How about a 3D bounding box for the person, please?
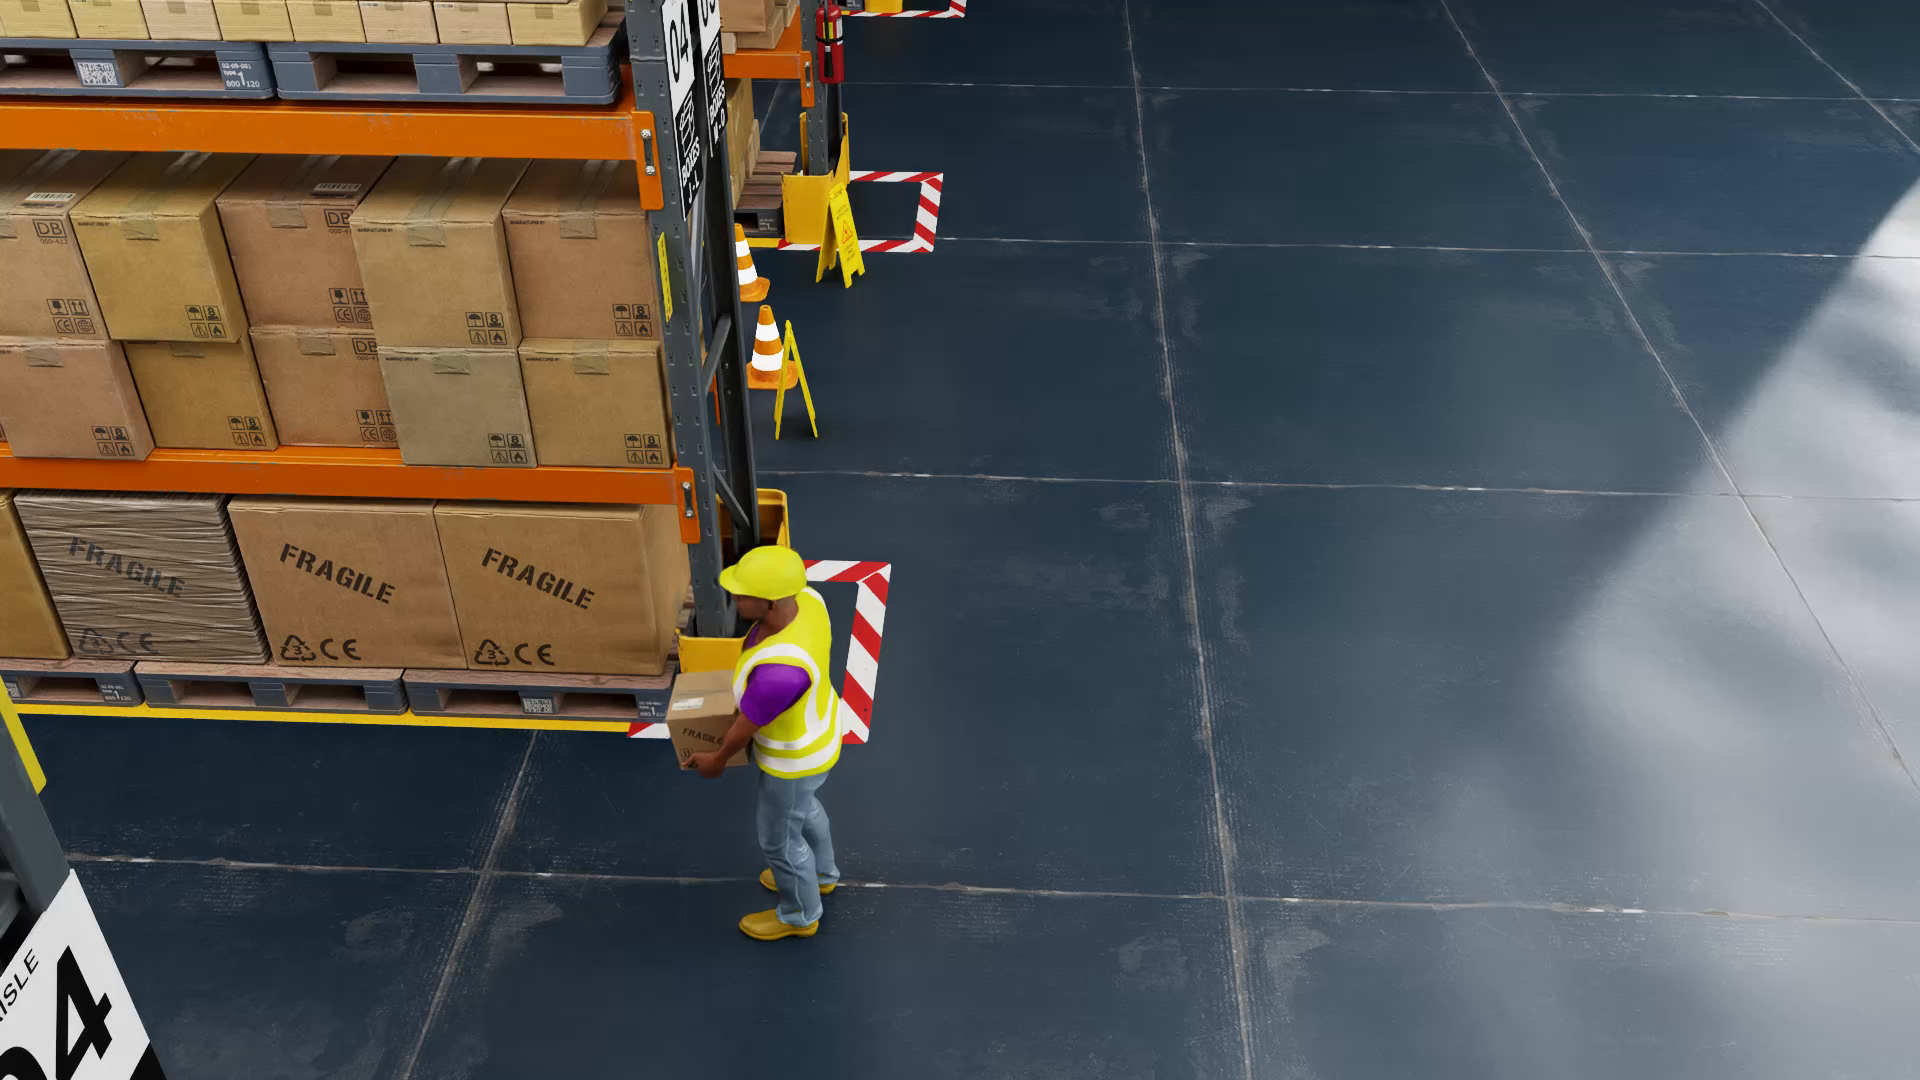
[{"bbox_3d":[-0.711,0.746,6.052,0.566,1.762,0.505,1,35,1],"label":"person"}]
